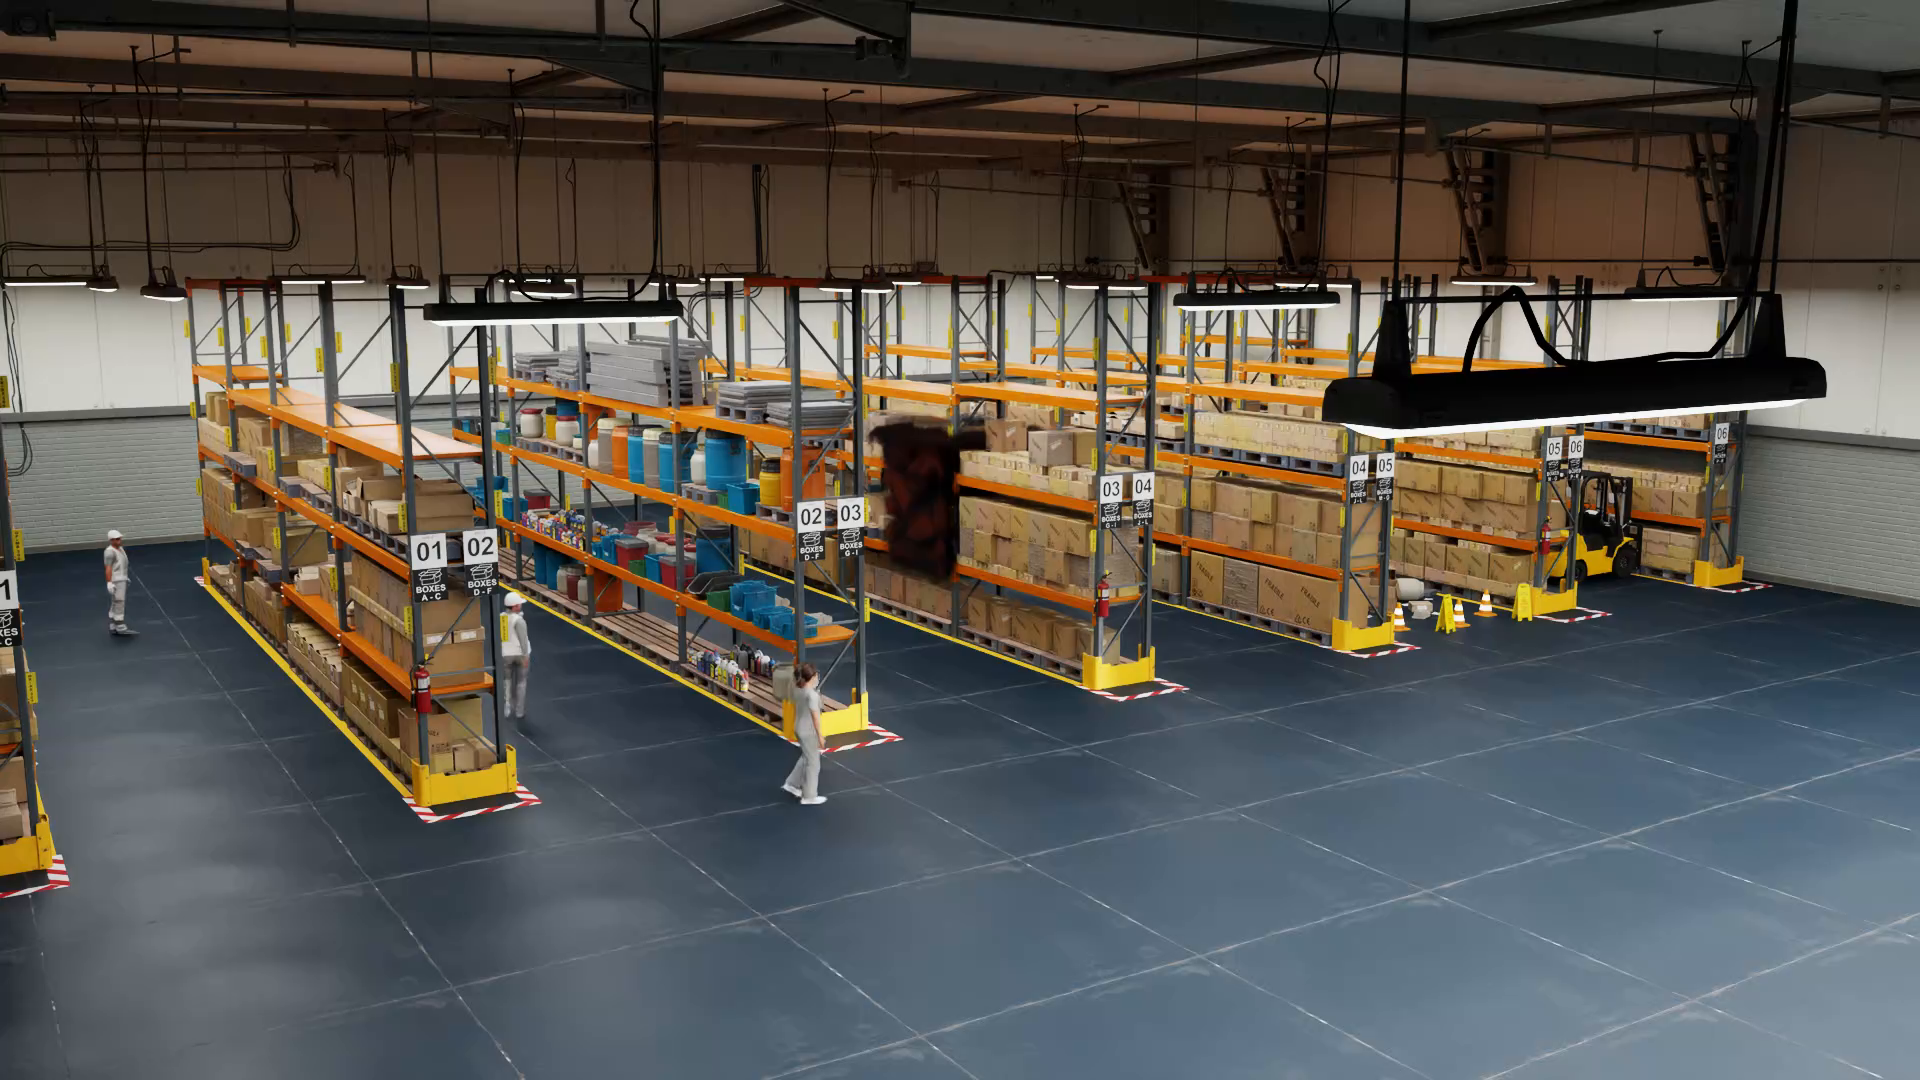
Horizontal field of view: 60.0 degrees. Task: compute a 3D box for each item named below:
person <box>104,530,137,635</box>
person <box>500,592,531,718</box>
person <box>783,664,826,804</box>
[{"bbox_3d":[-14.364,0.710,28.410,0.420,1.801,0.569,-4,10,-24],"label":"person"},{"bbox_3d":[-6.228,1.600,23.087,0.524,1.767,0.525,-1,10,-3],"label":"person"},{"bbox_3d":[-1.818,2.275,19.525,0.444,1.670,0.557,-4,10,-24],"label":"person"}]
